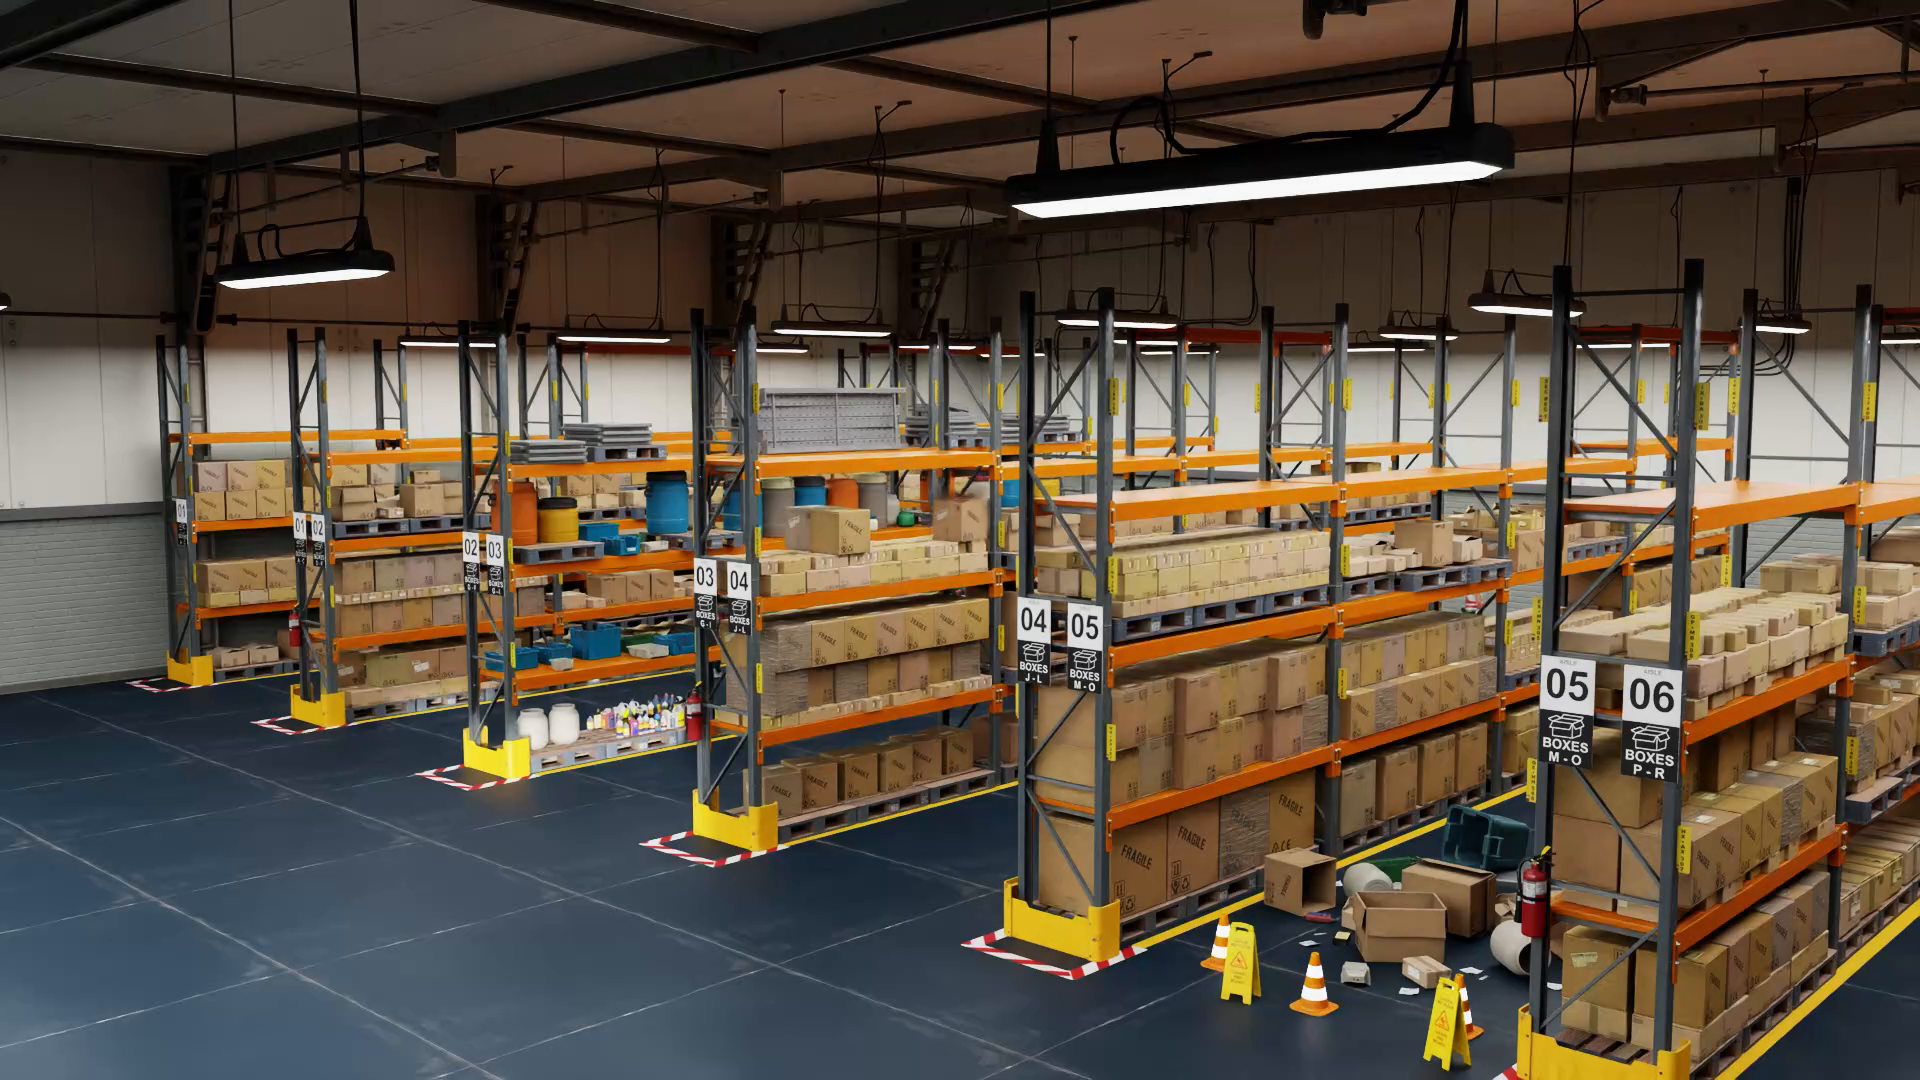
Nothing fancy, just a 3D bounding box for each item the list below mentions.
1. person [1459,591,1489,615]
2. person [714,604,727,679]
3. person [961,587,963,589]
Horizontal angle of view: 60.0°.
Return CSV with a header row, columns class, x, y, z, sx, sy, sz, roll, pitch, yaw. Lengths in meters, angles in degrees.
class,x,y,z,sx,sy,sz,roll,pitch,yaw
person,9.760,1.351,31.820,0.839,1.681,0.559,0,5,-1
person,-4.219,1.630,29.175,0.373,1.599,0.461,1,5,9
person,0.197,1.295,32.437,0.493,1.669,0.445,5,7,44
